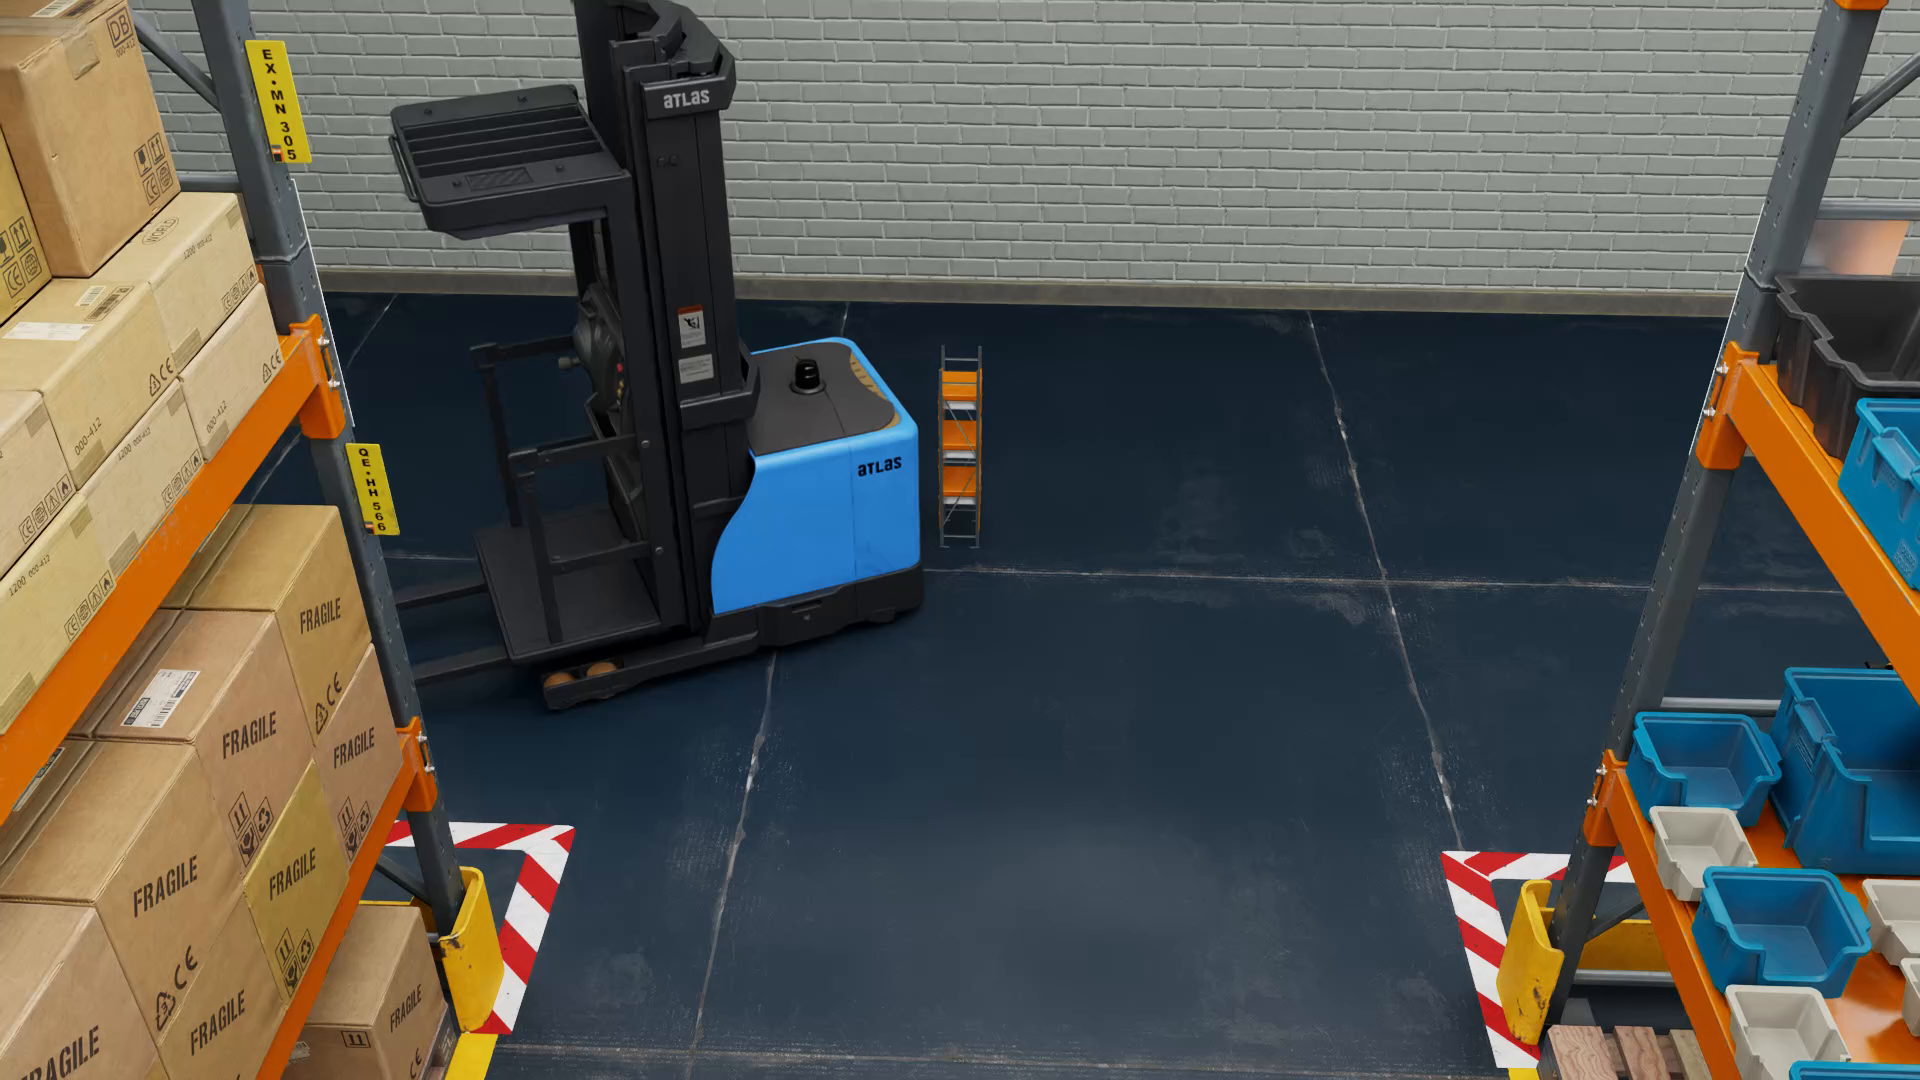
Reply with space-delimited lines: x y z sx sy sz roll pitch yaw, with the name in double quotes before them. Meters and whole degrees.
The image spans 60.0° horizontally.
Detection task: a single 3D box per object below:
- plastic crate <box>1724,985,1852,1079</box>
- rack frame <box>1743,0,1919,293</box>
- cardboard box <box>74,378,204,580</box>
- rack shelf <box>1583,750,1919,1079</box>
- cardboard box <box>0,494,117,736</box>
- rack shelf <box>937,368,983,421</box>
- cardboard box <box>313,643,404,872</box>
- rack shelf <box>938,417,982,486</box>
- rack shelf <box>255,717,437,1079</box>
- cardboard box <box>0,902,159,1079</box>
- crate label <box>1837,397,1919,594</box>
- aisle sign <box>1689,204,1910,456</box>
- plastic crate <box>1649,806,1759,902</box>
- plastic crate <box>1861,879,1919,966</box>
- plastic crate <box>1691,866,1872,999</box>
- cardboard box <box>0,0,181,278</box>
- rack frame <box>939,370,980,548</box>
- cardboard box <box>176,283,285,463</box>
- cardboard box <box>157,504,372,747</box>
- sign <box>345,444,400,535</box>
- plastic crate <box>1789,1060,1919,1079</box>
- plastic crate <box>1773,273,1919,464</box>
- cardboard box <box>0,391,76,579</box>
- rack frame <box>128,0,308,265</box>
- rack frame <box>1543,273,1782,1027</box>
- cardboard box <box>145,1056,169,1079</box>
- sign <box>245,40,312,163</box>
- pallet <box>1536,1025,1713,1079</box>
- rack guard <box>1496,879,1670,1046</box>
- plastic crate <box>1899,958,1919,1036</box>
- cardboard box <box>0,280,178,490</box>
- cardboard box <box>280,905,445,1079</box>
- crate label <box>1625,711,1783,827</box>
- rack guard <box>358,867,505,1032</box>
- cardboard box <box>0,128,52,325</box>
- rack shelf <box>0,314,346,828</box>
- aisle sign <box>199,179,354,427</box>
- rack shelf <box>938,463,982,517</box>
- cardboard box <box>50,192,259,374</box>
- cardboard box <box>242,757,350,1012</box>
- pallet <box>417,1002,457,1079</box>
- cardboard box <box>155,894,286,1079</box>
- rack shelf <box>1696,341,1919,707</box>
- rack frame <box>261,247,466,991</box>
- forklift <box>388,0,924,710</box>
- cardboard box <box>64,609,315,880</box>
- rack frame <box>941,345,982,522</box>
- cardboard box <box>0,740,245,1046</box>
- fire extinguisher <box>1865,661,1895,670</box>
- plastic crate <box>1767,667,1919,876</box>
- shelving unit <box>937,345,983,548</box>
"plastic crate" 2.162 1.334 4.365 0.250 0.136 0.298 1 35 2
"rack frame" 2.624 -1.910 3.587 1.000 3.000 0.127 1 35 2
"cardboard box" -2.113 -0.149 3.821 0.500 0.250 0.500 1 35 2
"rack shelf" 2.544 1.988 3.884 1.077 0.370 4.000 1 35 2
"cardboard box" -2.120 0.138 3.412 0.500 0.250 0.500 1 35 2
"rack shelf" 0.002 -0.684 8.280 0.215 0.259 0.240 1 35 2
"cardboard box" -2.071 0.651 5.074 0.500 0.500 0.500 2 35 3
"rack shelf" 0.002 -0.452 8.444 0.215 0.259 0.240 1 35 2
"rack shelf" -2.405 1.872 4.049 1.077 0.370 4.000 1 35 2
"cardboard box" -2.124 1.124 3.532 0.500 0.500 0.500 2 35 3
"crate label" 2.264 -0.099 3.748 0.408 0.251 0.502 1 35 2
"aisle sign" 2.330 -0.567 4.633 0.394 0.787 0.004 1 35 2
"plastic crate" 2.190 0.945 4.920 0.250 0.136 0.298 1 35 2
"plastic crate" 2.772 1.101 4.698 0.396 0.136 0.243 1 35 2
"plastic crate" 2.259 1.101 4.613 0.416 0.233 0.300 1 35 2
"cardboard box" -2.329 -0.953 3.878 0.700 0.500 0.500 1 35 2
"rack frame" -0.003 -0.390 8.338 0.200 1.050 0.008 1 35 2
"cardboard box" -2.082 -0.436 4.230 0.500 0.250 0.500 1 35 2
"cardboard box" -2.068 0.240 4.788 0.500 0.500 0.500 1 35 1
"sign" -1.771 -0.150 5.019 0.100 0.325 0.005 1 35 2
"plastic crate" 2.232 1.479 4.075 0.416 0.233 0.300 1 35 2
"plastic crate" 2.330 -0.414 4.181 0.497 0.269 0.590 1 35 2
"cardboard box" -2.135 -0.067 3.269 0.500 0.250 0.500 1 35 2
"rack frame" -2.325 -2.026 3.753 1.000 3.000 0.127 1 35 2
"rack frame" 2.624 0.545 5.312 1.000 3.000 0.127 1 35 2
"cardboard box" -2.134 1.525 3.830 0.500 0.500 0.500 1 35 1
"sign" -1.771 -1.137 4.326 0.100 0.325 0.005 1 35 2
"pallet" 2.552 2.159 5.441 1.003 0.211 1.213 1 35 2
"rack guard" 2.612 1.553 6.051 1.175 0.500 0.348 1 35 2
"plastic crate" 2.746 1.267 4.461 0.396 0.136 0.243 1 35 2
"cardboard box" -2.111 -0.354 3.677 0.500 0.250 0.500 1 35 2
"cardboard box" -2.101 1.589 5.617 0.500 0.500 0.500 1 35 2
"crate label" 2.285 0.723 5.152 0.416 0.233 0.303 1 35 2
"rack guard" -2.328 1.495 6.134 1.175 0.500 0.348 1 35 2
"cardboard box" -2.434 -0.668 3.472 0.700 0.500 0.500 1 35 2
"rack shelf" -2.405 0.644 3.187 1.077 0.370 4.000 1 35 2
"aisle sign" -2.016 -0.667 4.776 0.394 0.787 0.004 1 35 2
"rack shelf" 0.002 -0.224 8.603 0.215 0.259 0.240 1 35 2
"cardboard box" -2.091 -0.641 4.086 0.500 0.250 0.500 1 35 2
"cardboard box" -2.088 0.949 4.650 0.500 0.500 0.500 2 35 2
"pallet" -2.359 2.071 5.566 1.003 0.211 1.213 1 35 2
"cardboard box" -2.114 1.236 4.242 0.500 0.500 0.500 2 35 2
"rack shelf" 2.544 0.761 3.021 1.077 0.370 4.000 1 35 2
"rack frame" -2.325 0.428 5.478 1.000 3.000 0.127 1 35 2
"forklift" -1.746 -0.773 7.246 3.031 2.935 1.130 -13 37 -18
"cardboard box" -2.088 0.531 4.375 0.500 0.500 0.500 2 35 3
"rack frame" 0.007 -0.530 8.537 0.200 1.050 0.008 1 35 2
"cardboard box" -2.104 0.829 3.951 0.500 0.500 0.500 2 35 3
"fire extinguisher" 3.084 0.653 5.550 0.296 0.674 0.183 1 35 2
"plastic crate" 2.797 0.702 5.005 0.616 0.435 0.499 1 35 2
"shelving unit" 0.002 -0.460 8.438 0.215 1.050 0.252 1 35 2
